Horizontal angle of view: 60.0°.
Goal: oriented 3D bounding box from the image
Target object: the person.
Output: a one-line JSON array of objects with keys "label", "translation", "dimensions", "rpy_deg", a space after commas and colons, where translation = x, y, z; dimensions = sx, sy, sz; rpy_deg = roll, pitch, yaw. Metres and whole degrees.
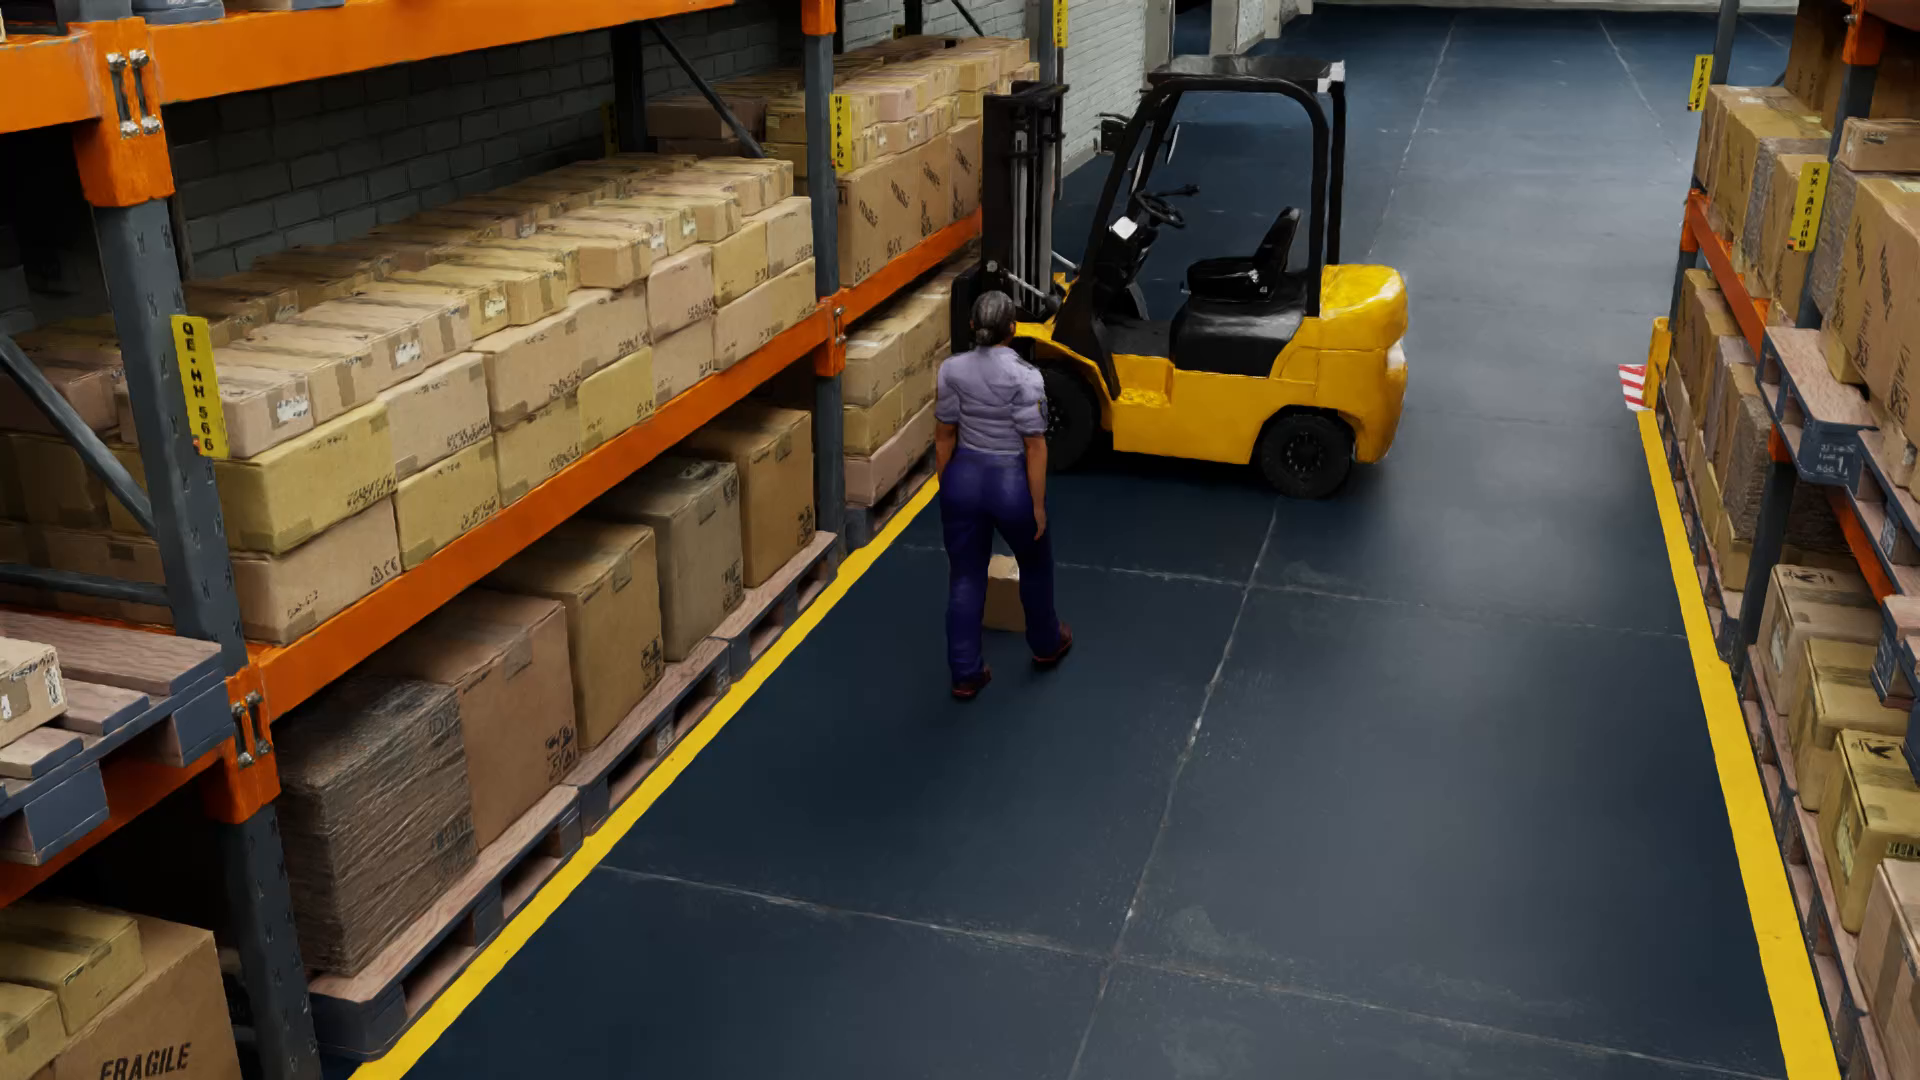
[{"label": "person", "translation": [0.167, -0.219, 6.659], "dimensions": [0.483, 1.624, 0.694], "rpy_deg": [7, 23, 17]}]
